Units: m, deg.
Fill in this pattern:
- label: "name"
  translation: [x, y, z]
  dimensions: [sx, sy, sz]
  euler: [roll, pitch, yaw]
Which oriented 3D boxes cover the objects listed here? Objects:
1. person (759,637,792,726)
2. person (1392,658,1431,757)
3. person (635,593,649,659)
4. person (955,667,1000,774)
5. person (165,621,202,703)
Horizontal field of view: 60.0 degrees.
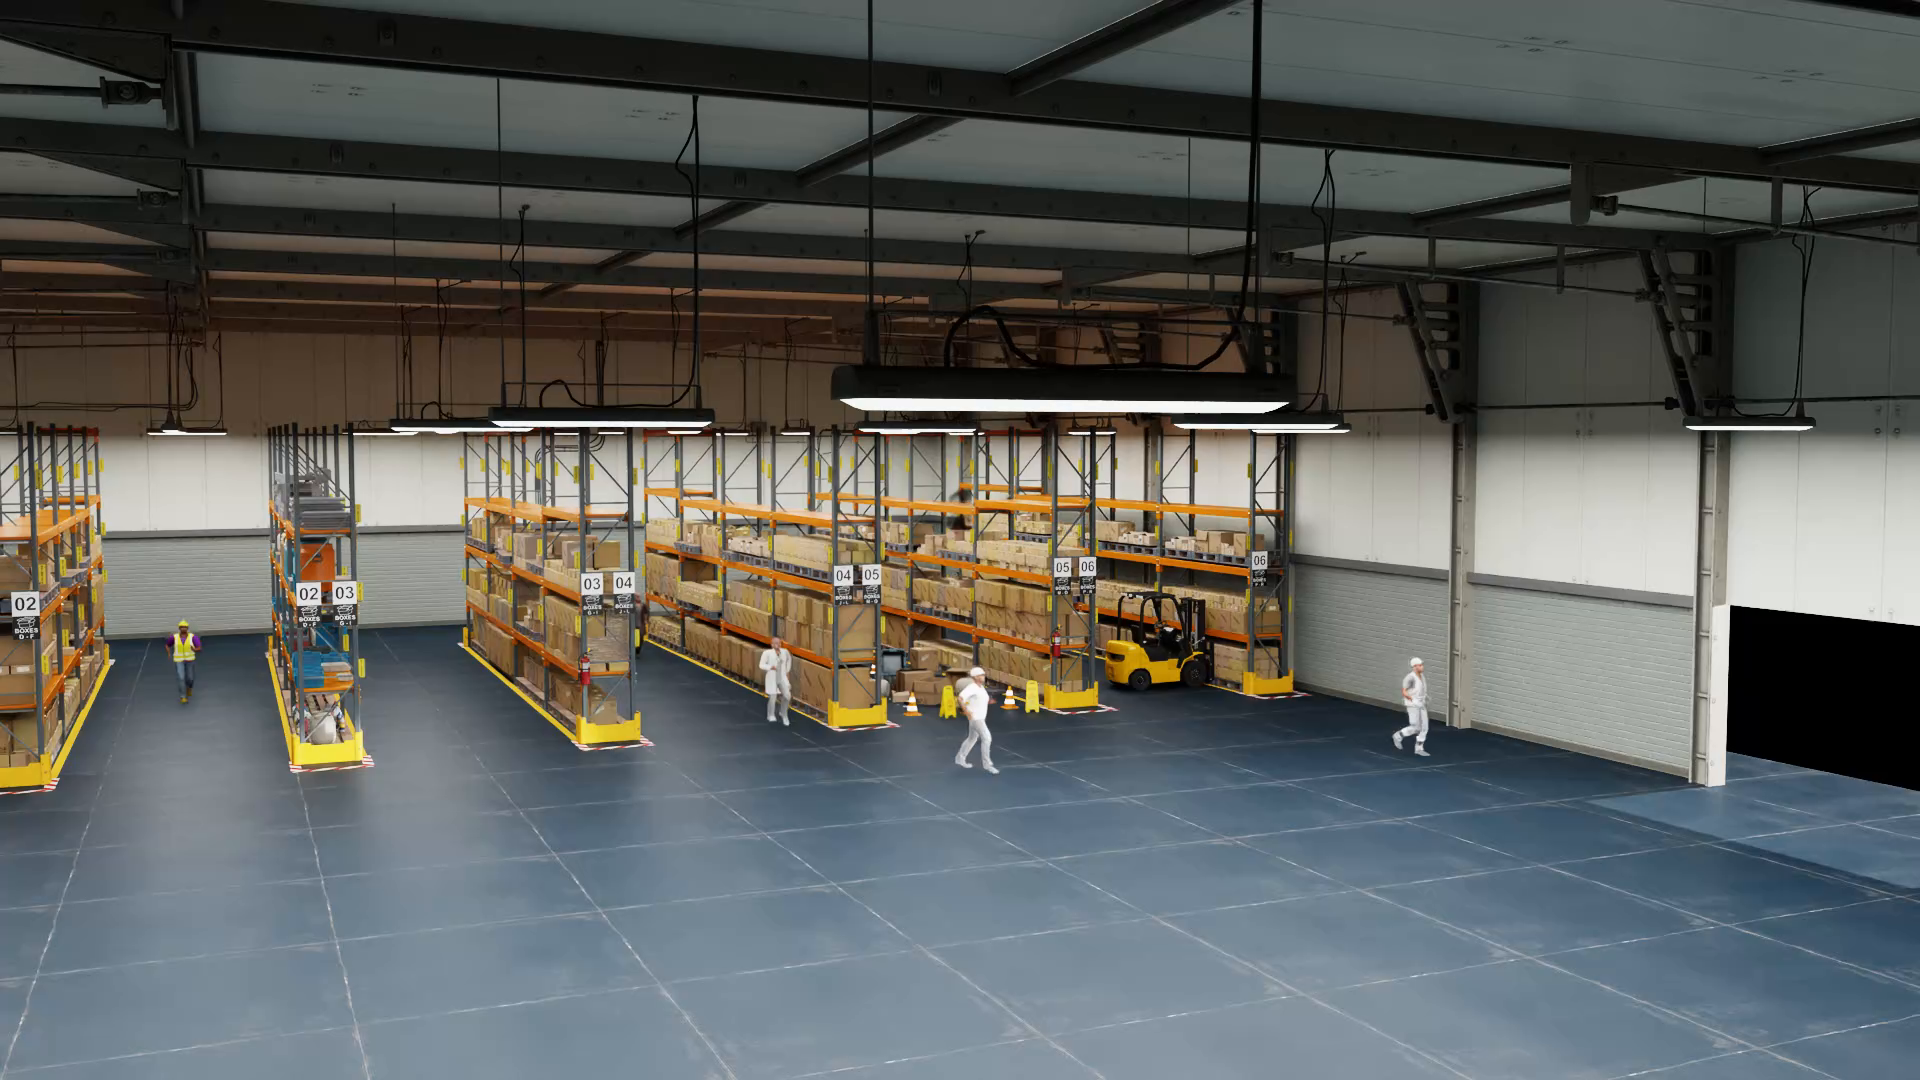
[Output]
- label: "person"
  translation: [-3.660, 2.866, 33.190]
  dimensions: [0.730, 1.701, 0.860]
  euler: [-2, 4, -23]
- label: "person"
  translation: [8.213, 3.007, 30.114]
  dimensions: [0.683, 1.771, 0.717]
  euler: [-3, 5, -44]
- label: "person"
  translation: [-8.421, 2.227, 43.332]
  dimensions: [0.684, 1.717, 0.606]
  euler: [-2, 4, -29]
- label: "person"
  translation: [0.299, 3.078, 28.497]
  dimensions: [0.808, 1.806, 0.693]
  euler: [1, 4, 10]
- label: "person"
  translation: [-16.832, 2.626, 36.085]
  dimensions: [0.710, 1.747, 0.968]
  euler: [-2, 4, -29]
